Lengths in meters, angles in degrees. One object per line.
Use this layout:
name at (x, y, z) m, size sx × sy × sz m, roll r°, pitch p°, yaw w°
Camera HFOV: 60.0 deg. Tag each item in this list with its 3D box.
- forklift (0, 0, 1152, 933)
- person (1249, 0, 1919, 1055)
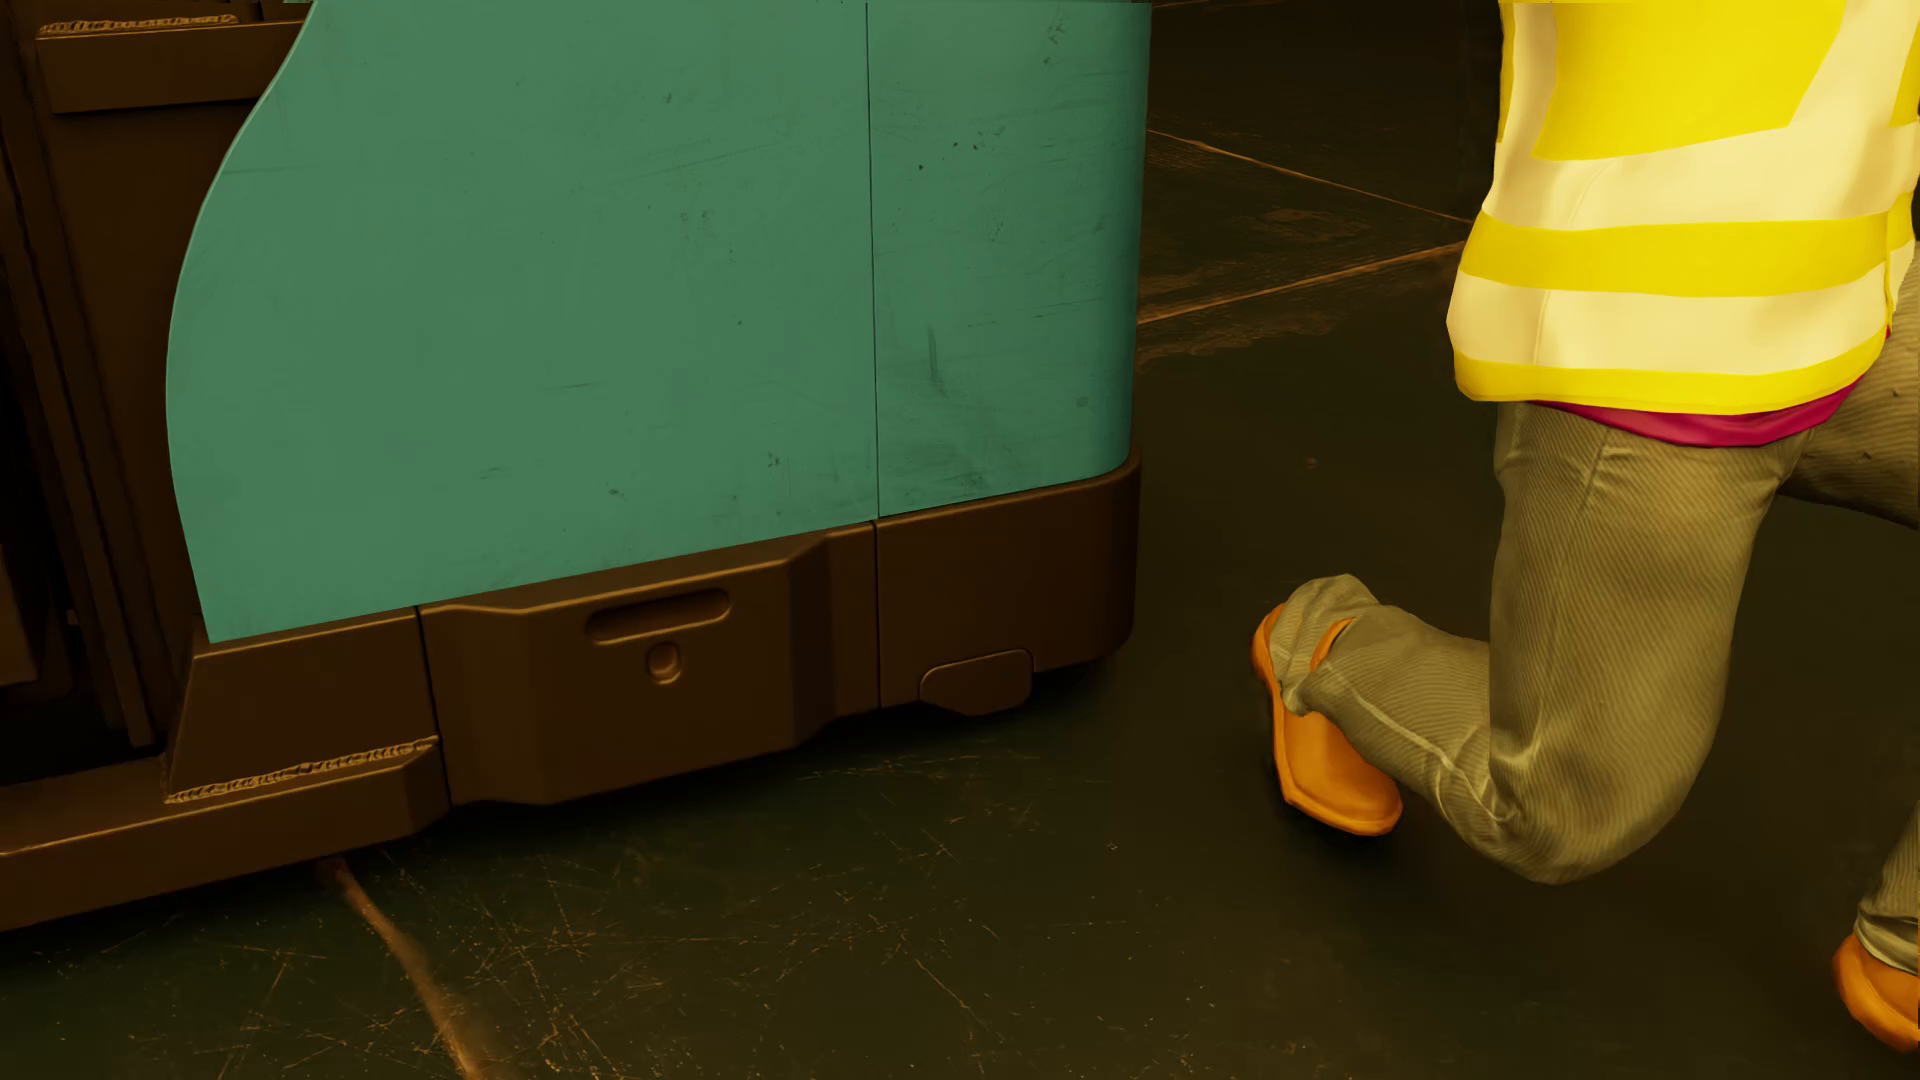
forklift at (-1.344, -1.059, 1.343) m, size 3.031 × 2.935 × 1.130 m, roll -11°, pitch 29°, yaw -21°
person at (0.818, -0.335, 1.527) m, size 0.958 × 1.465 × 1.002 m, roll 22°, pitch 34°, yaw 36°
